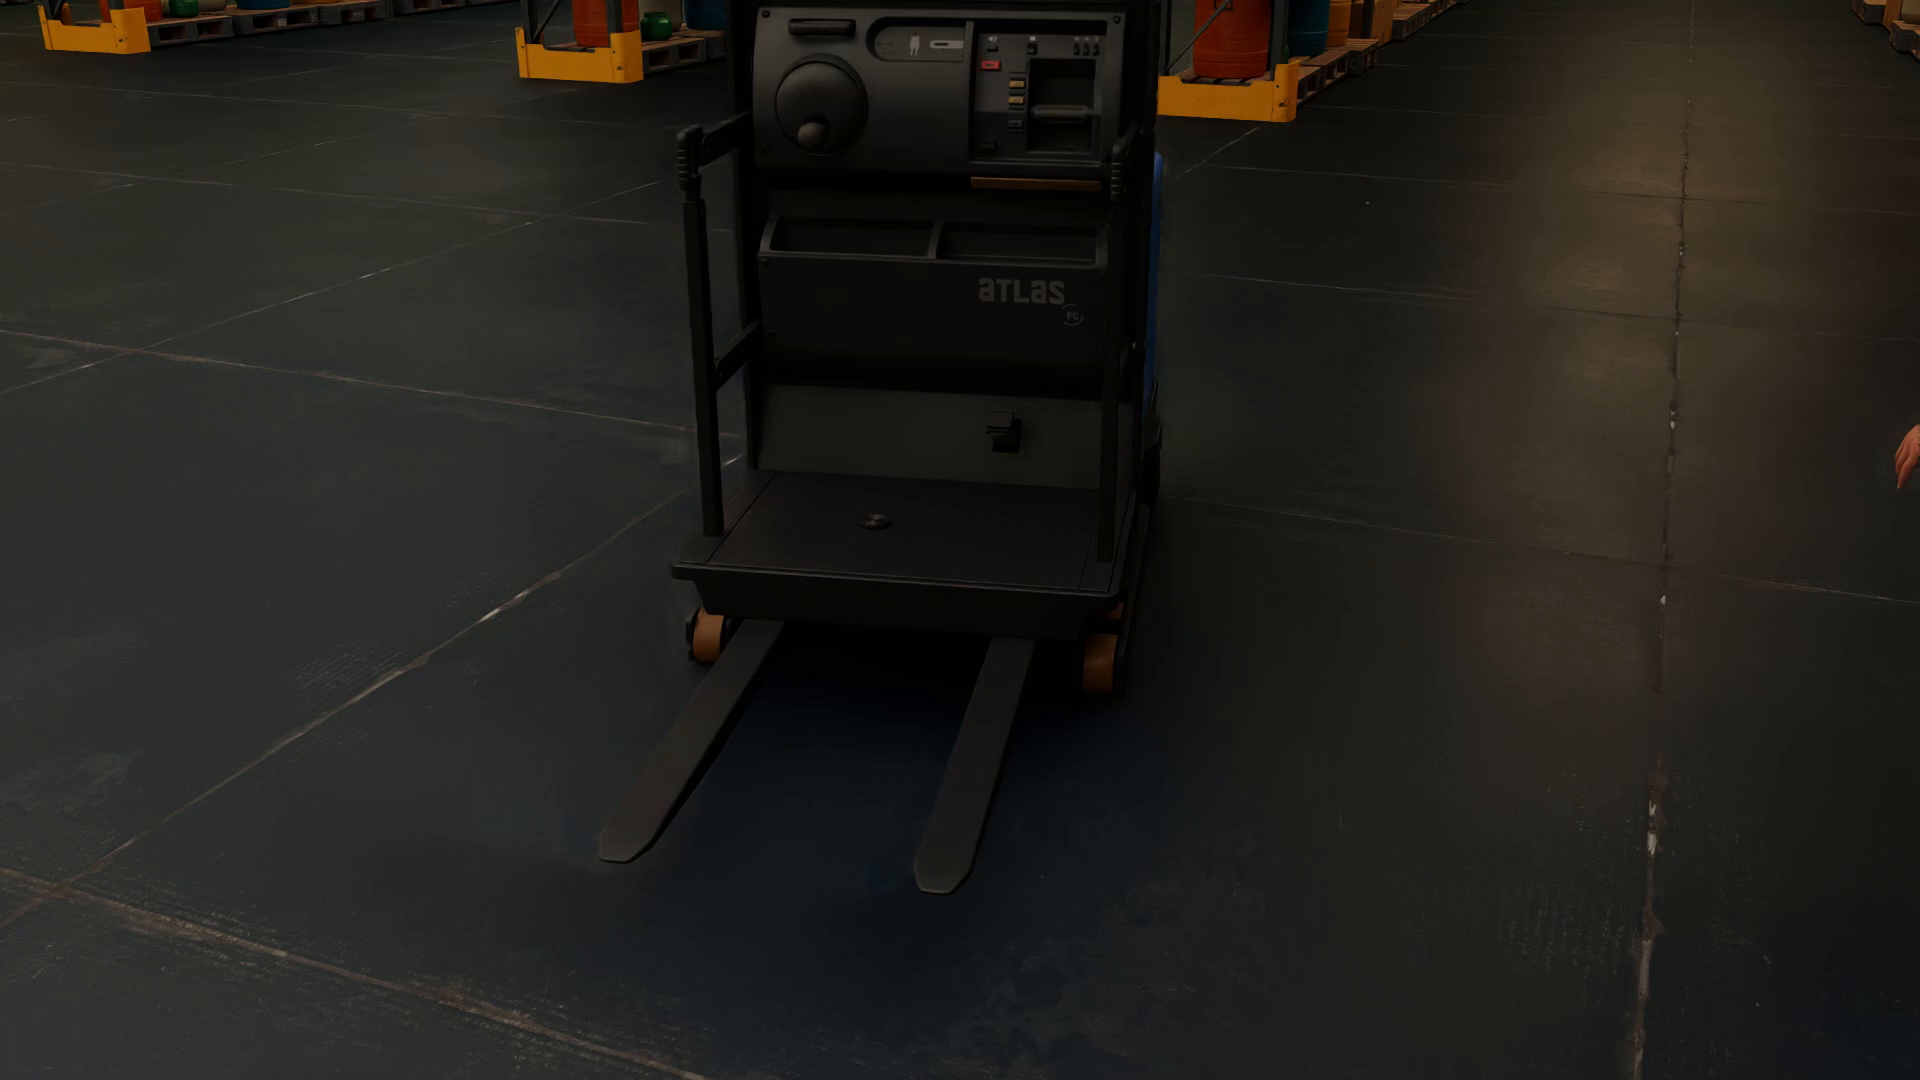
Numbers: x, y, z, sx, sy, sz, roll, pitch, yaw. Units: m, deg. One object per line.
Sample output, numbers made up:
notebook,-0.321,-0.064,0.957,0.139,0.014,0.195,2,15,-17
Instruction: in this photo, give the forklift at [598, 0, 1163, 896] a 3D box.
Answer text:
forklift,-0.091,-1.107,3.941,1.130,2.935,3.031,4,23,9

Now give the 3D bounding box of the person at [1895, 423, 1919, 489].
person,2.137,0.022,2.970,0.784,1.621,0.809,9,24,21
